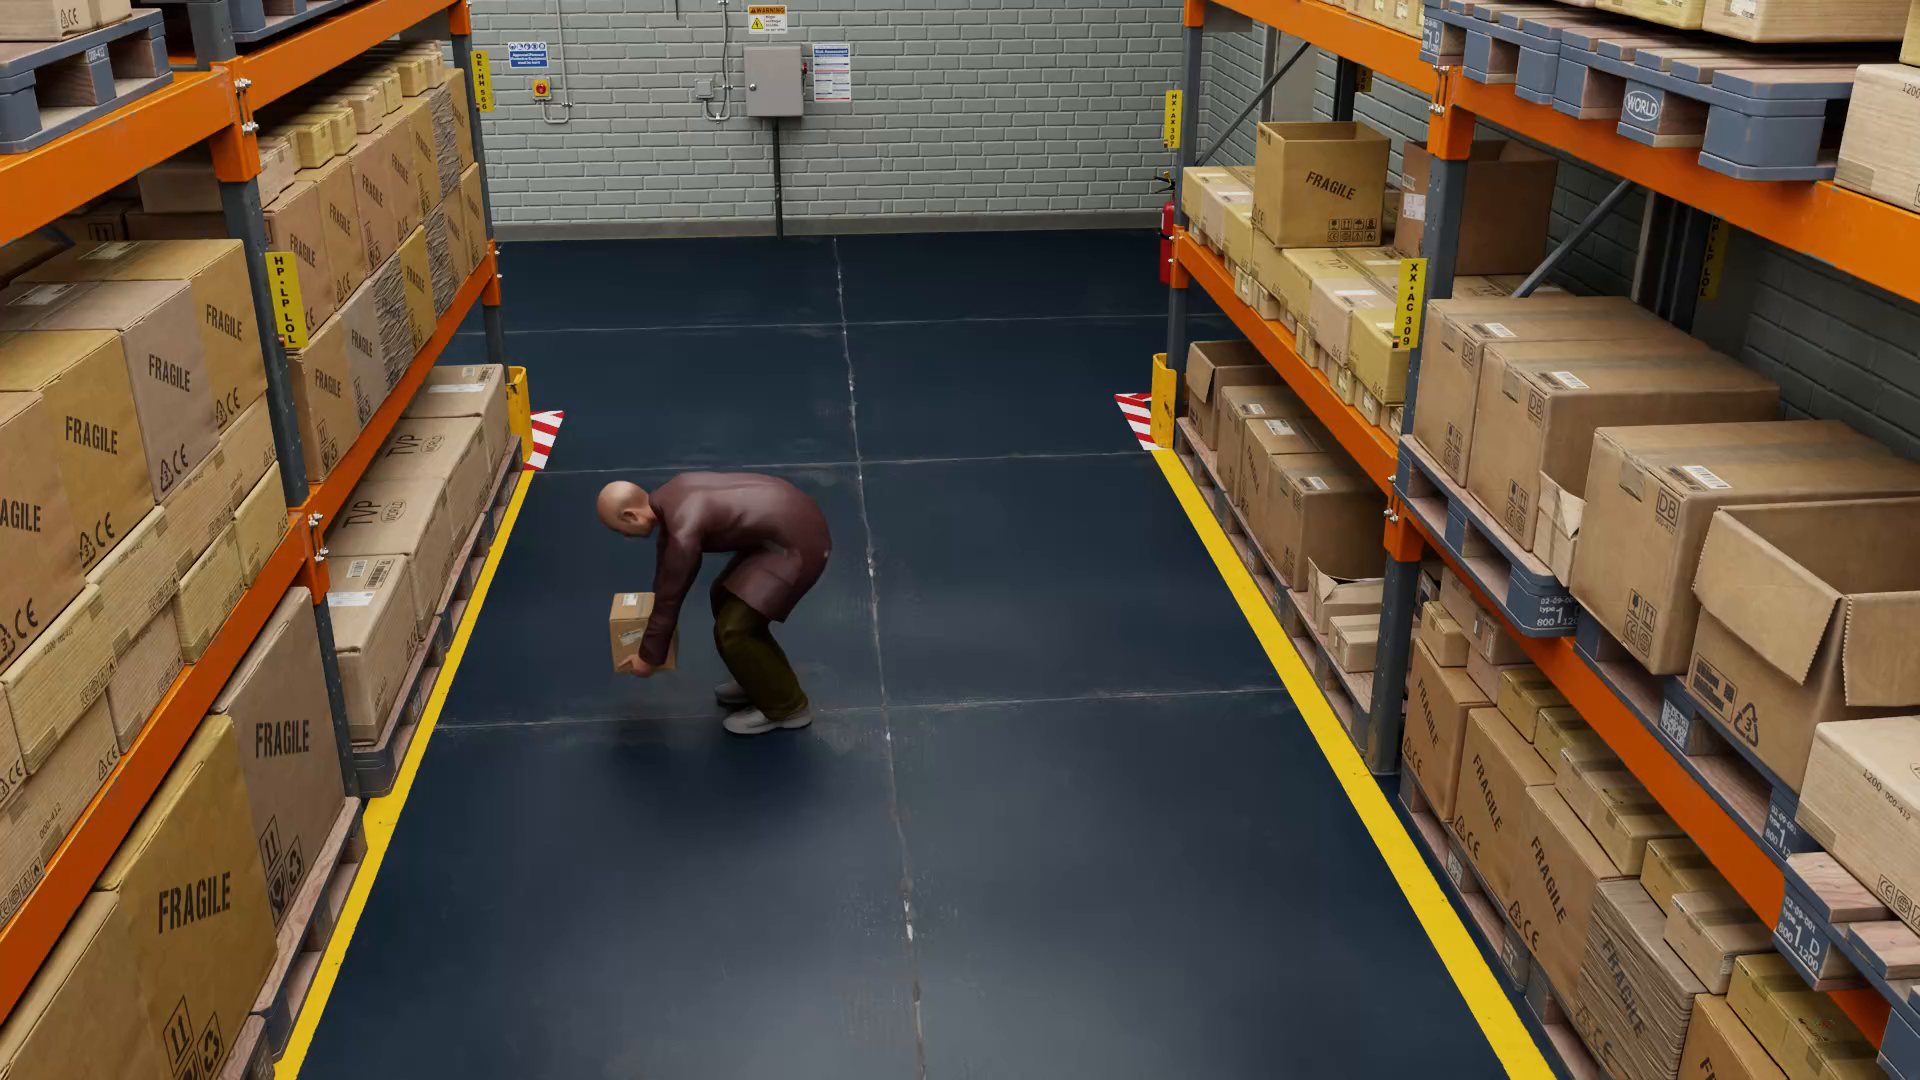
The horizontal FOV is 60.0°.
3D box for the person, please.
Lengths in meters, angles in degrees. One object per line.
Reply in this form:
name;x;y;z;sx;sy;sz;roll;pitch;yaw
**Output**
person;-0.994;0.253;6.910;0.941;1.079;0.585;-3;24;-8
